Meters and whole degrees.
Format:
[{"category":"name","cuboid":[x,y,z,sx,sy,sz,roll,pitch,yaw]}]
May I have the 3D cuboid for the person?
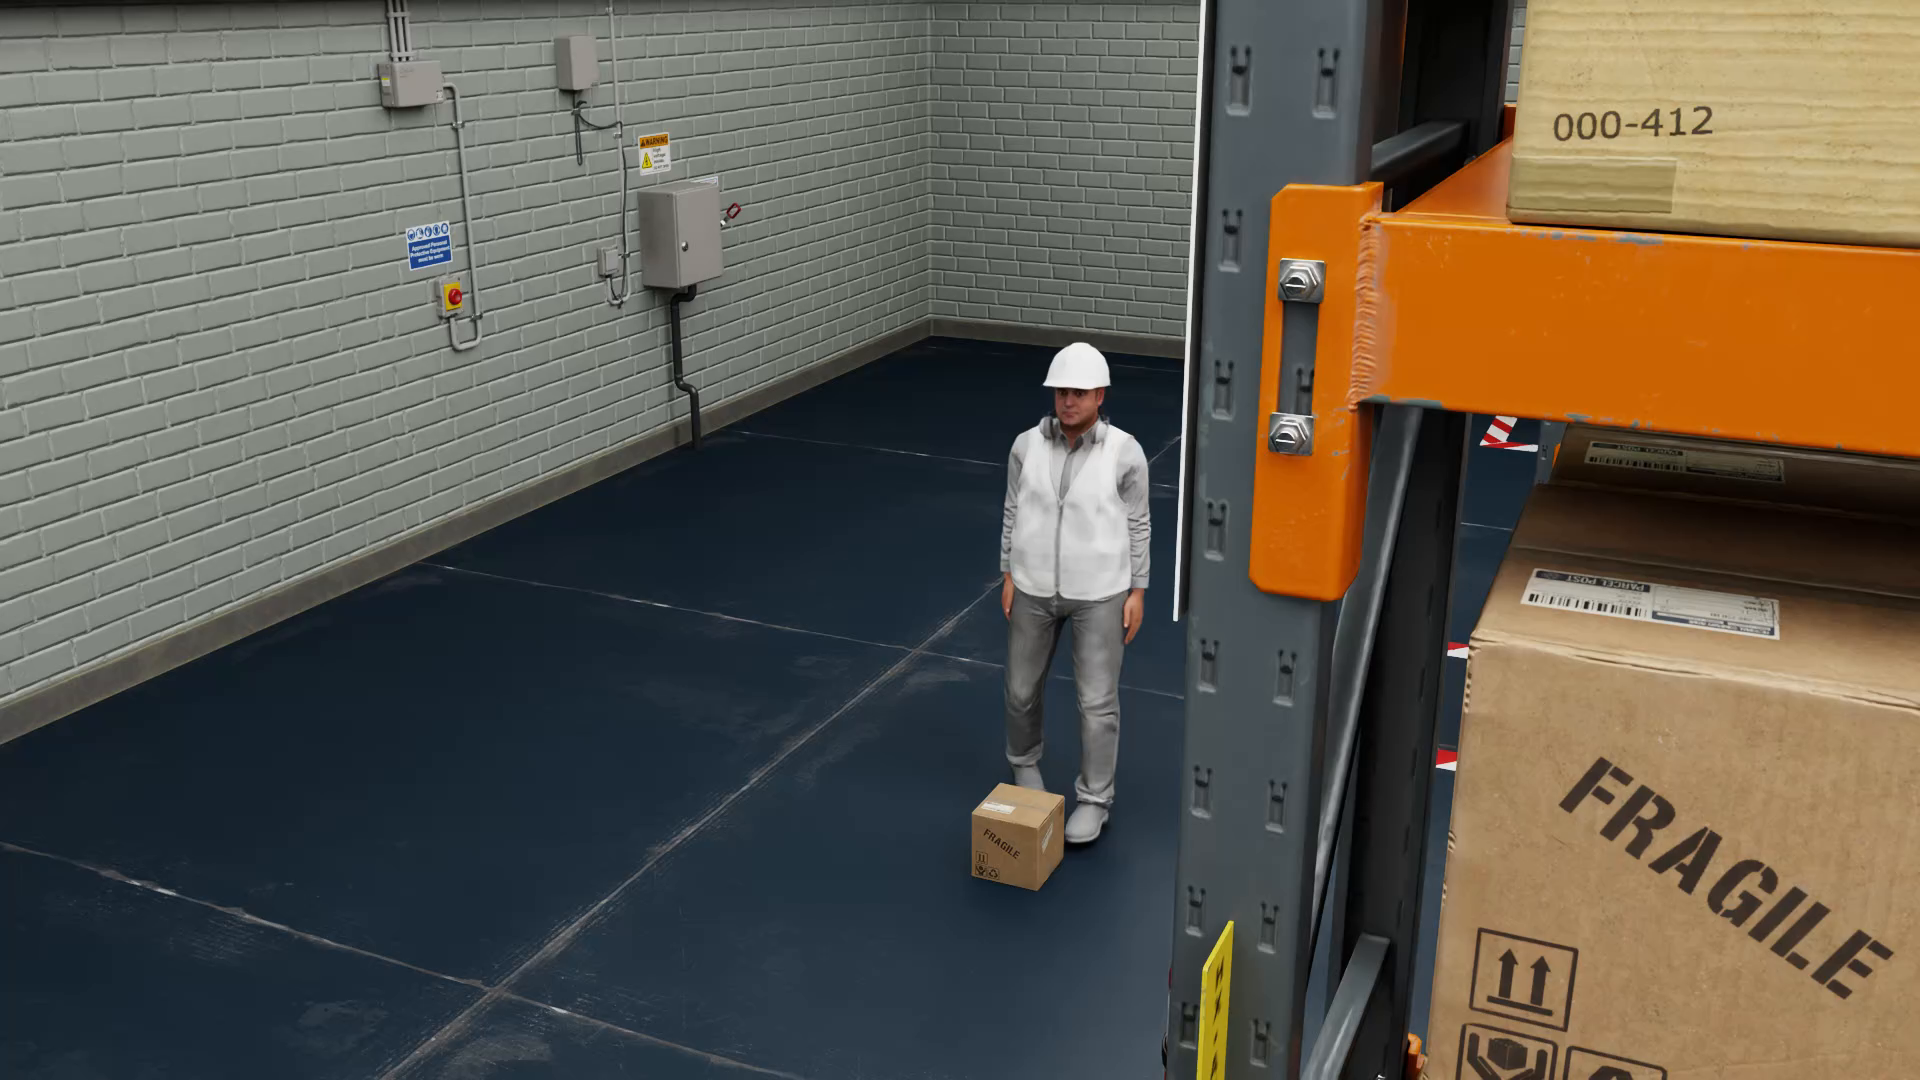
[{"category":"person","cuboid":[0.387,0.186,5.970,0.558,1.773,0.536,6,20,18]}]
